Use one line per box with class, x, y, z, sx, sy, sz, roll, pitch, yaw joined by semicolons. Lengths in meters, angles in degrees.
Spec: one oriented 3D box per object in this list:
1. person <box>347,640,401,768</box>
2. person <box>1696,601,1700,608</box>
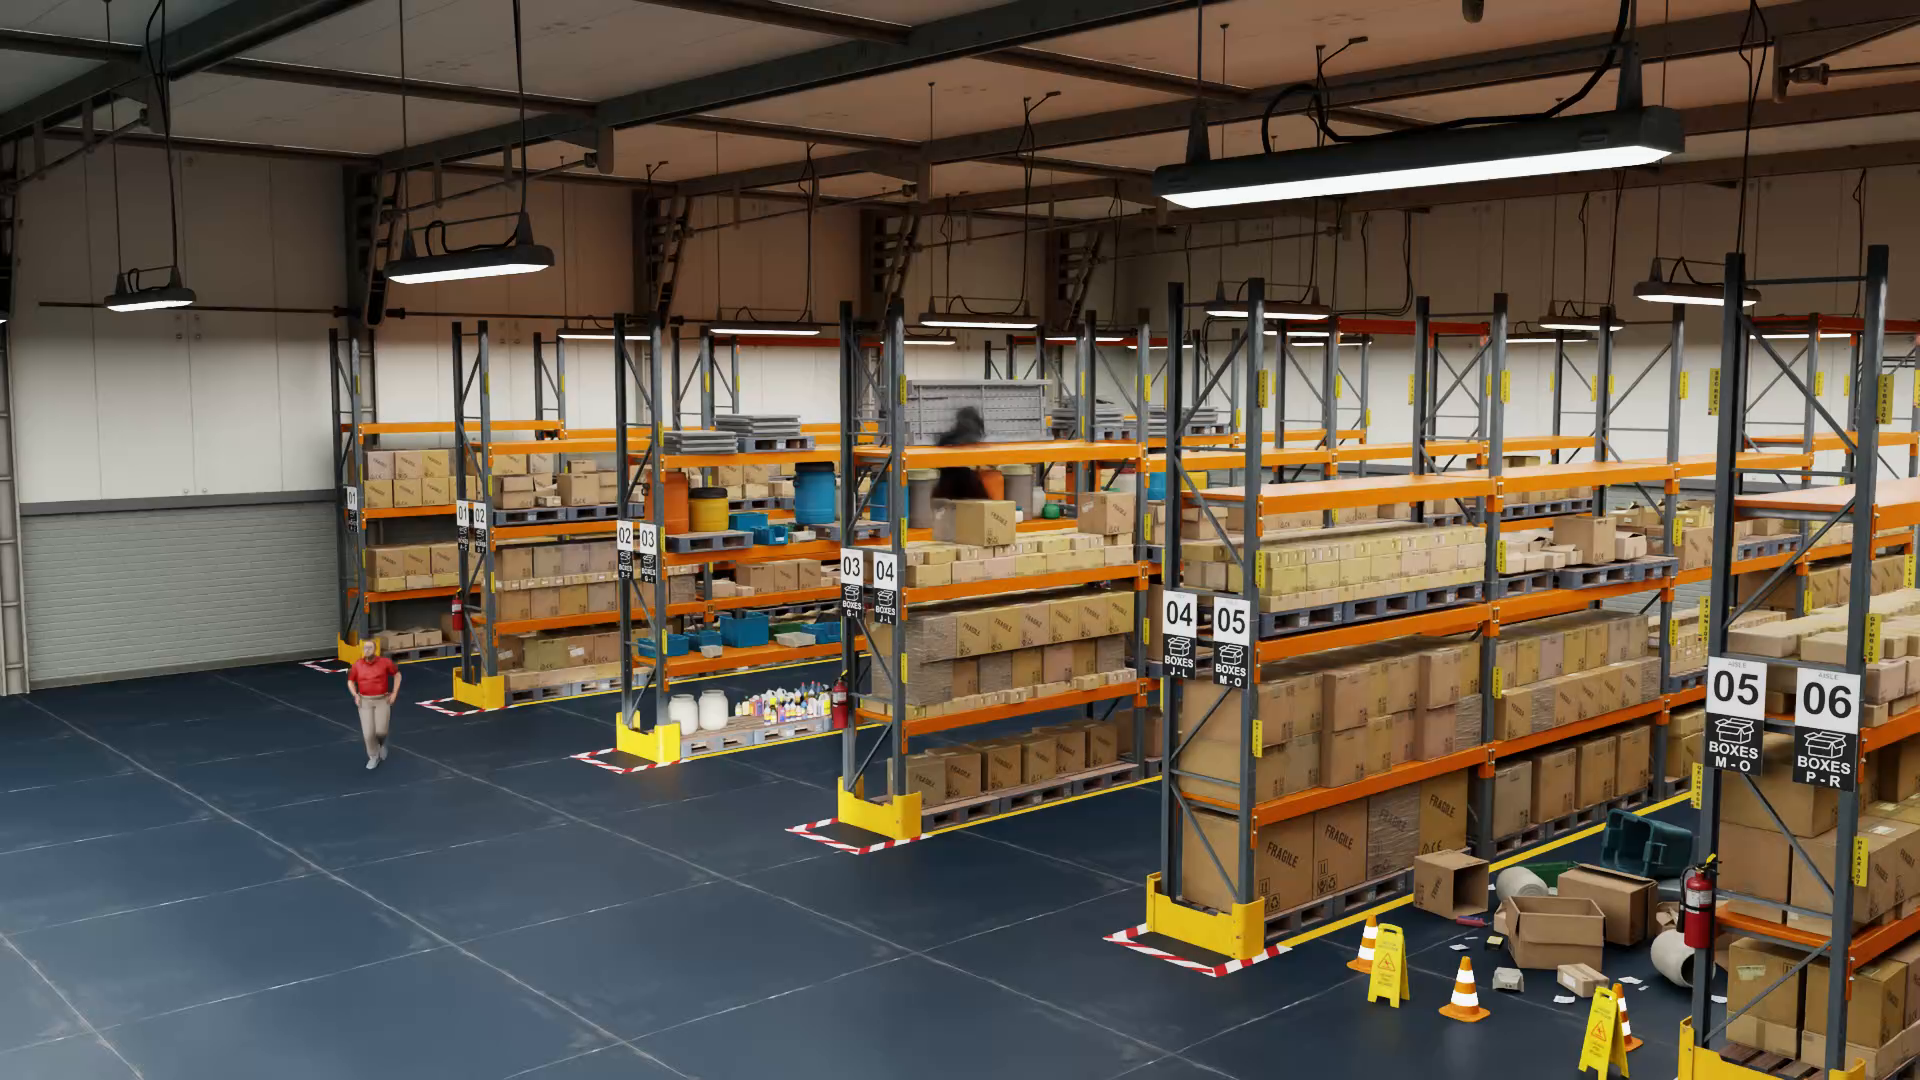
person;-7.743;2.170;21.962;0.669;1.681;0.517;-1;6;-12
person;11.525;1.762;25.958;0.610;1.662;0.556;-5;7;-39
